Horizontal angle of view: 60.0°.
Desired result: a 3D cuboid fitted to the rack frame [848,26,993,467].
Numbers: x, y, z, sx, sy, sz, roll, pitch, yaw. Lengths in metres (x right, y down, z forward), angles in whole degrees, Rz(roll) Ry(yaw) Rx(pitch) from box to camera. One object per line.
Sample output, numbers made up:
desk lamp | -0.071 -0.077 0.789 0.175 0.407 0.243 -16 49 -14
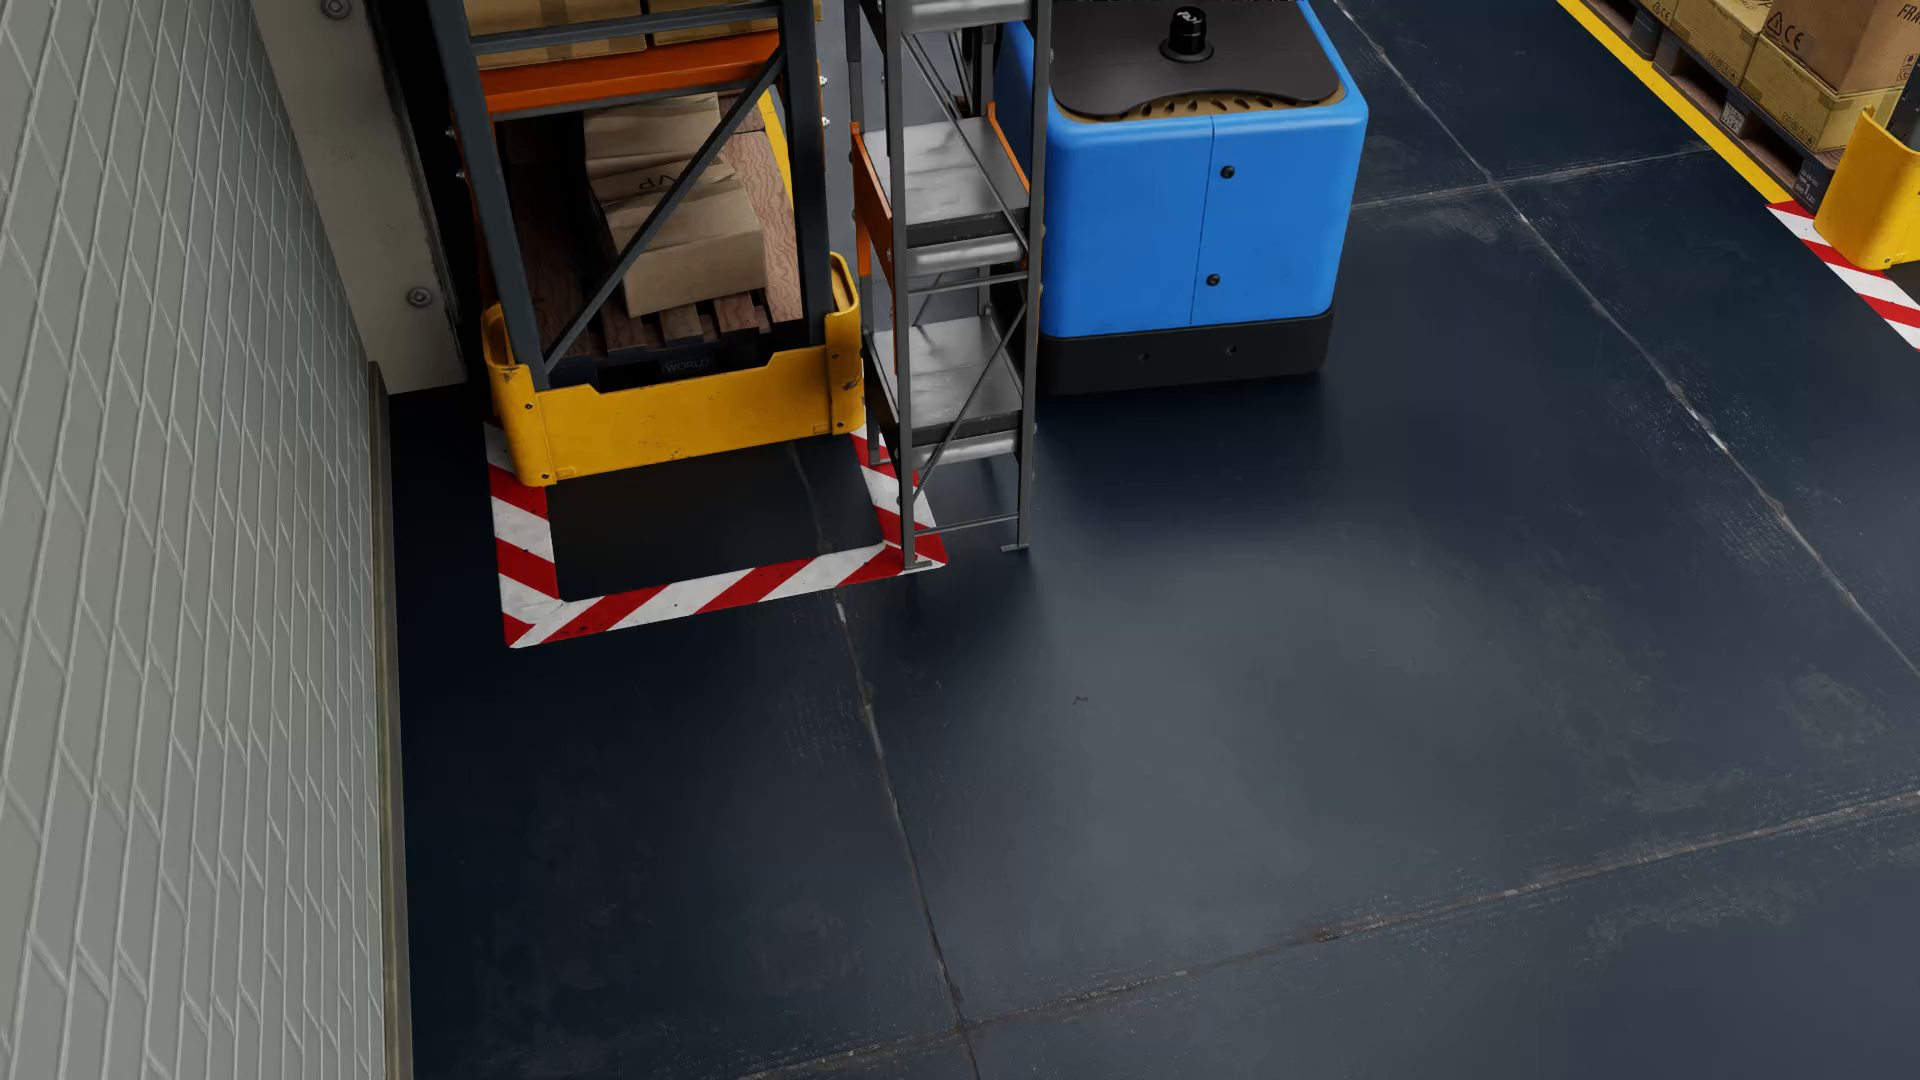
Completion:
rack frame | -0.105 -1.018 4.777 0.400 2.100 0.015 -11 47 -10

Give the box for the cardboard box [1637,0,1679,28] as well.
cardboard box | 3.197 -2.482 7.214 0.500 0.250 0.500 -11 47 -10

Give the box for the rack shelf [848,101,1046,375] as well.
rack shelf | -0.042 -0.840 4.622 0.431 0.518 0.480 -11 47 -10

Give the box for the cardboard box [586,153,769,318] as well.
cardboard box | -0.988 -1.092 5.795 0.500 0.311 0.500 -16 48 -15

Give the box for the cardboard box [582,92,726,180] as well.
cardboard box | -1.134 -1.486 6.180 0.500 0.311 0.500 -7 46 -7

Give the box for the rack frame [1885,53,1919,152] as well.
rack frame | 3.890 -2.294 5.397 1.000 3.000 0.127 -11 47 -10

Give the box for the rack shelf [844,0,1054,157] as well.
rack shelf | -0.042 -1.330 4.122 0.431 0.518 0.480 -11 47 -10

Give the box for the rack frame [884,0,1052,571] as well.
rack frame | 0.020 -0.681 4.447 0.400 2.100 0.015 -11 47 -10

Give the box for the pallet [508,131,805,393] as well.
pallet | -1.091 -1.029 6.111 1.003 0.211 1.213 -11 47 -10

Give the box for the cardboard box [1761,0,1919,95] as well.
cardboard box | 3.465 -2.056 6.271 0.500 0.500 0.500 -11 47 -10

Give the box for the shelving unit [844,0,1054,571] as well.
shelving unit | -0.042 -0.849 4.612 0.431 2.100 0.503 -11 47 -10

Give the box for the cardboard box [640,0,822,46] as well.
cardboard box | -0.716 -1.735 4.941 0.500 0.250 0.500 -12 47 -11

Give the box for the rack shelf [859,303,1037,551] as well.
rack shelf | -0.042 -0.350 5.122 0.431 0.518 0.480 -11 47 -10

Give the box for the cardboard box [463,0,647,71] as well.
cardboard box | -1.205 -1.627 4.835 0.500 0.250 0.500 -10 46 -10

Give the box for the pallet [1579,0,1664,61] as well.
pallet | 3.345 -2.679 7.727 1.003 0.211 1.213 -11 47 -10

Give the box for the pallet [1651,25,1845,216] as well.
pallet | 3.653 -1.838 6.903 1.003 0.211 1.213 -11 47 -10

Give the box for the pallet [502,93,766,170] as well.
pallet | -1.400 -1.870 6.935 1.003 0.211 1.213 -11 47 -10

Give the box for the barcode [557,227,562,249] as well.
barcode | -1.379 -1.035 5.732 0.001 0.075 0.075 -11 47 -10

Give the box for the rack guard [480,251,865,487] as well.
rack guard | -0.917 -0.563 5.451 1.175 0.500 0.348 -11 47 -10

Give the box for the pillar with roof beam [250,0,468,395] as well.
pillar with roof beam | 2.248 -4.597 3.455 9.100 9.000 0.400 -11 47 -10

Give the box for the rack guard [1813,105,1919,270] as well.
rack guard | 3.896 -1.402 6.274 1.175 0.500 0.348 -11 47 -10

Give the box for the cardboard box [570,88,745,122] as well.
cardboard box | -1.274 -2.068 6.618 0.700 0.500 0.500 -13 47 -13

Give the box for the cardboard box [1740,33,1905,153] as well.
cardboard box | 3.467 -1.794 6.539 0.500 0.250 0.500 -11 47 -10

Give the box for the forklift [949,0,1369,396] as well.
forklift | 0.555 -2.576 5.723 1.130 2.935 3.031 -6 46 -5

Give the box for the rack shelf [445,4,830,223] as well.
rack shelf | -1.410 -2.514 6.117 1.077 0.370 4.000 -11 47 -10

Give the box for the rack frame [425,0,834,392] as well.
rack frame | -0.898 -1.385 4.507 1.000 3.000 0.127 -11 47 -10

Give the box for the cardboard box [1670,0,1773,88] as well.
cardboard box | 3.327 -2.137 6.876 0.500 0.250 0.500 -11 47 -10
